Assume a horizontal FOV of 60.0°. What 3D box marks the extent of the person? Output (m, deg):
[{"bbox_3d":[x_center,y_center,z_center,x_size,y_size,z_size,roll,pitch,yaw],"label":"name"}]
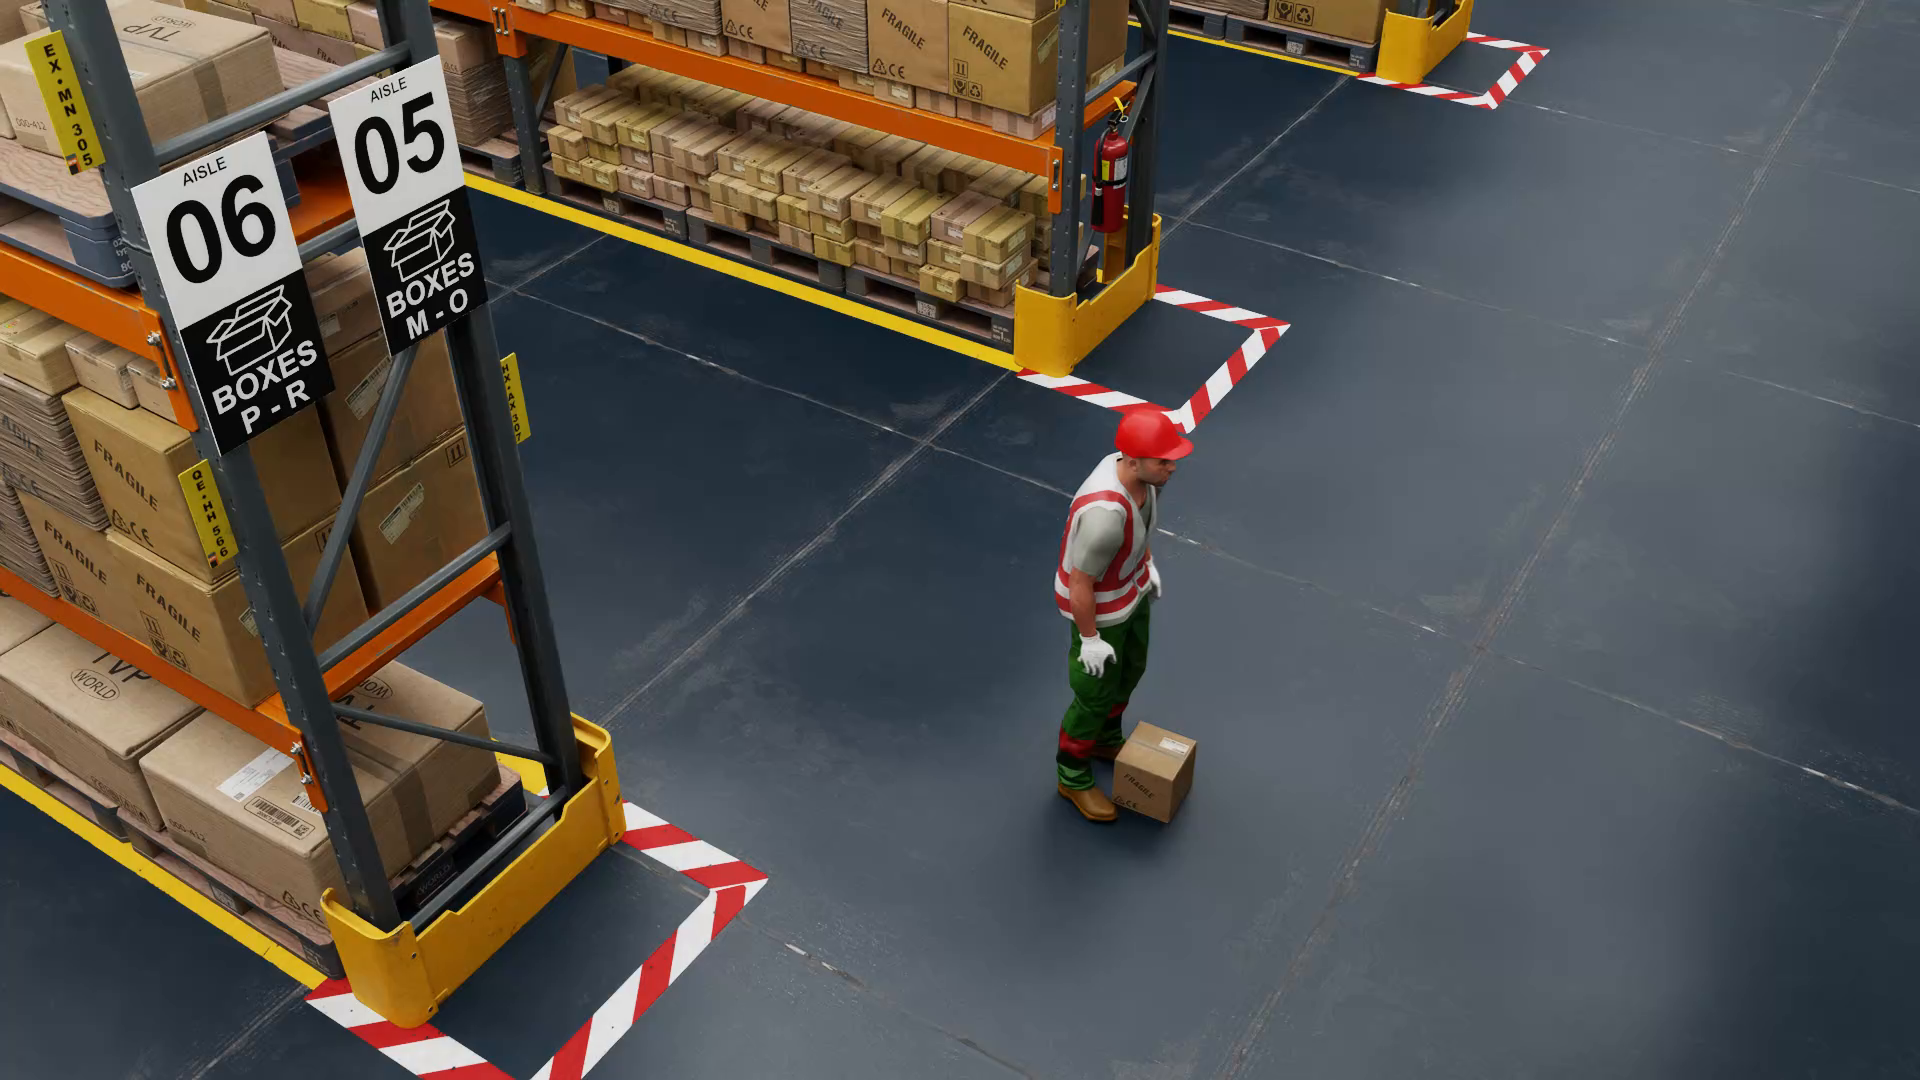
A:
[{"bbox_3d":[0.601,0.251,6.348,0.447,1.780,0.620,19,42,23],"label":"person"}]
